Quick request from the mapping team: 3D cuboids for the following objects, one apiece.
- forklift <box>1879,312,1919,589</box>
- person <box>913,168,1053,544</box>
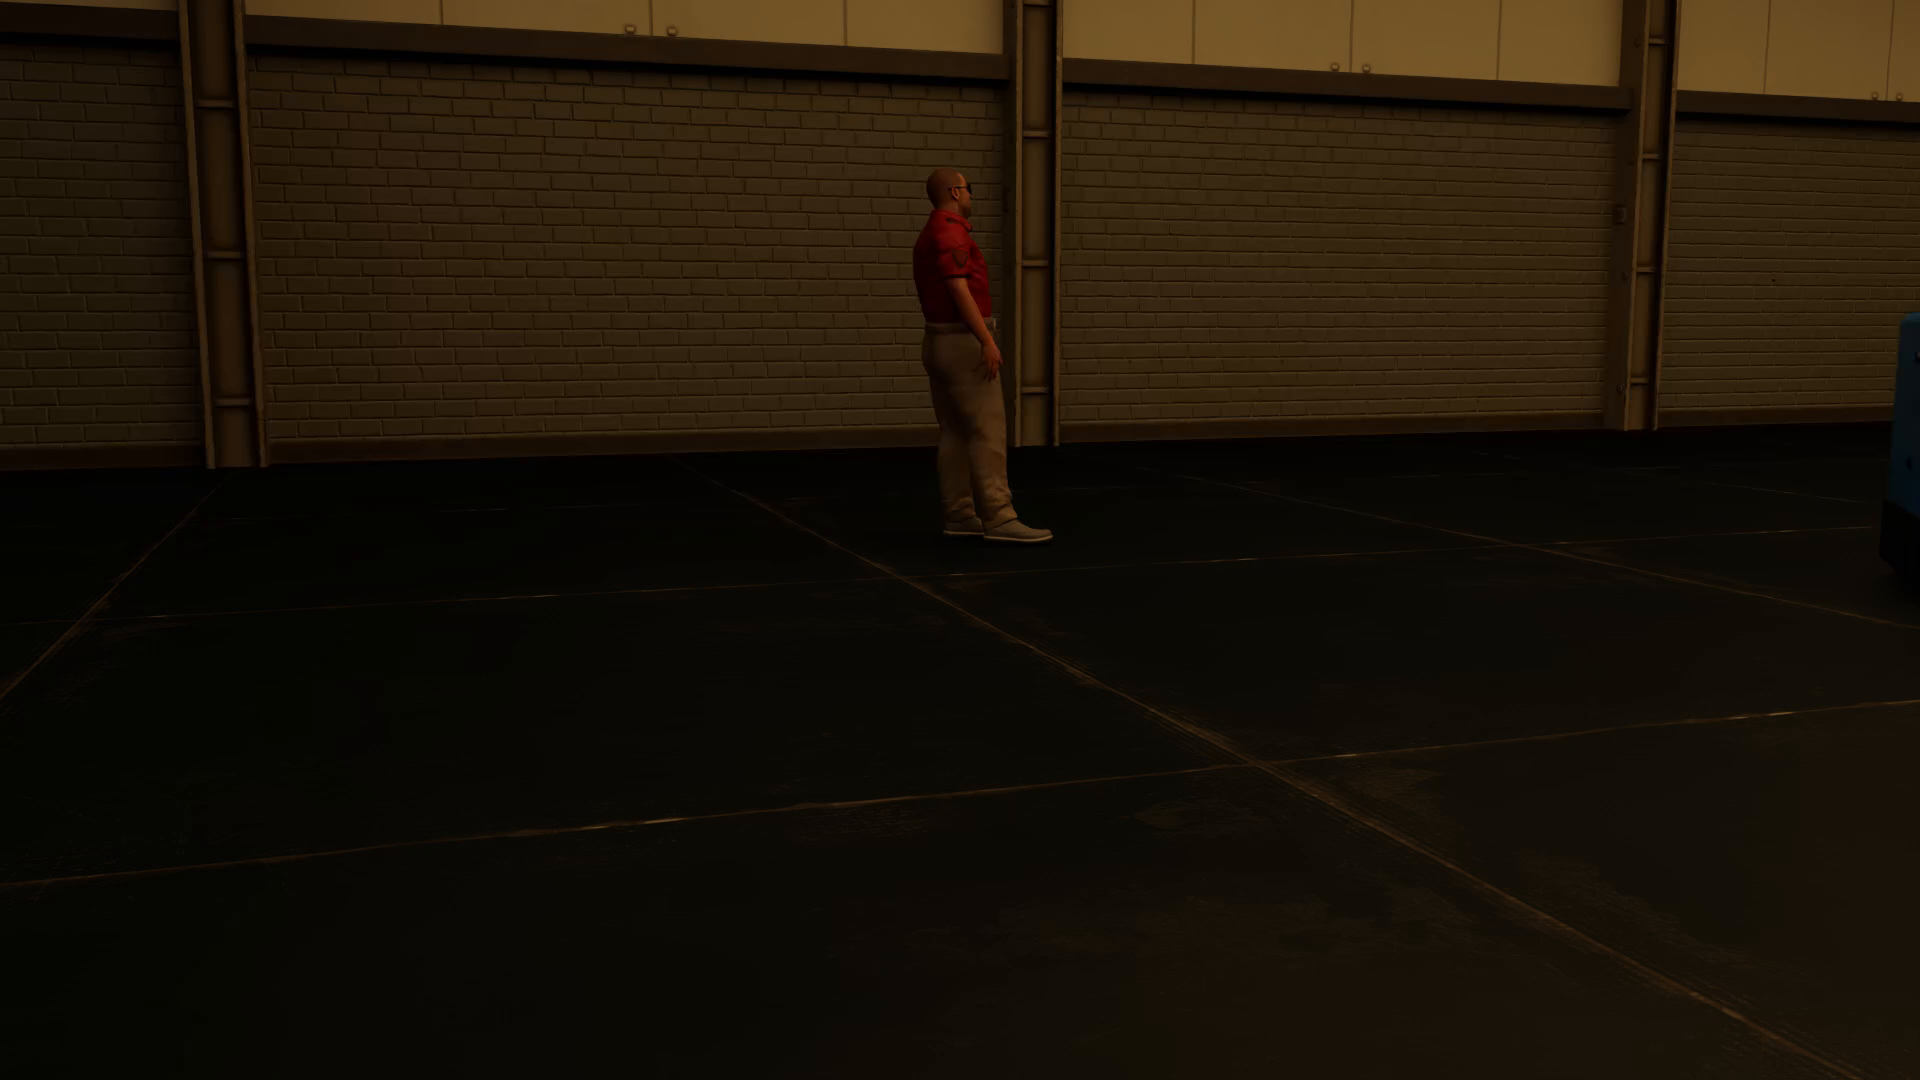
[{"bbox_3d":[5.079,-1.188,5.784,3.031,2.935,1.130,3,8,21],"label":"forklift"},{"bbox_3d":[0.089,-0.867,7.824,0.550,1.728,0.641,-3,8,-18],"label":"person"}]
